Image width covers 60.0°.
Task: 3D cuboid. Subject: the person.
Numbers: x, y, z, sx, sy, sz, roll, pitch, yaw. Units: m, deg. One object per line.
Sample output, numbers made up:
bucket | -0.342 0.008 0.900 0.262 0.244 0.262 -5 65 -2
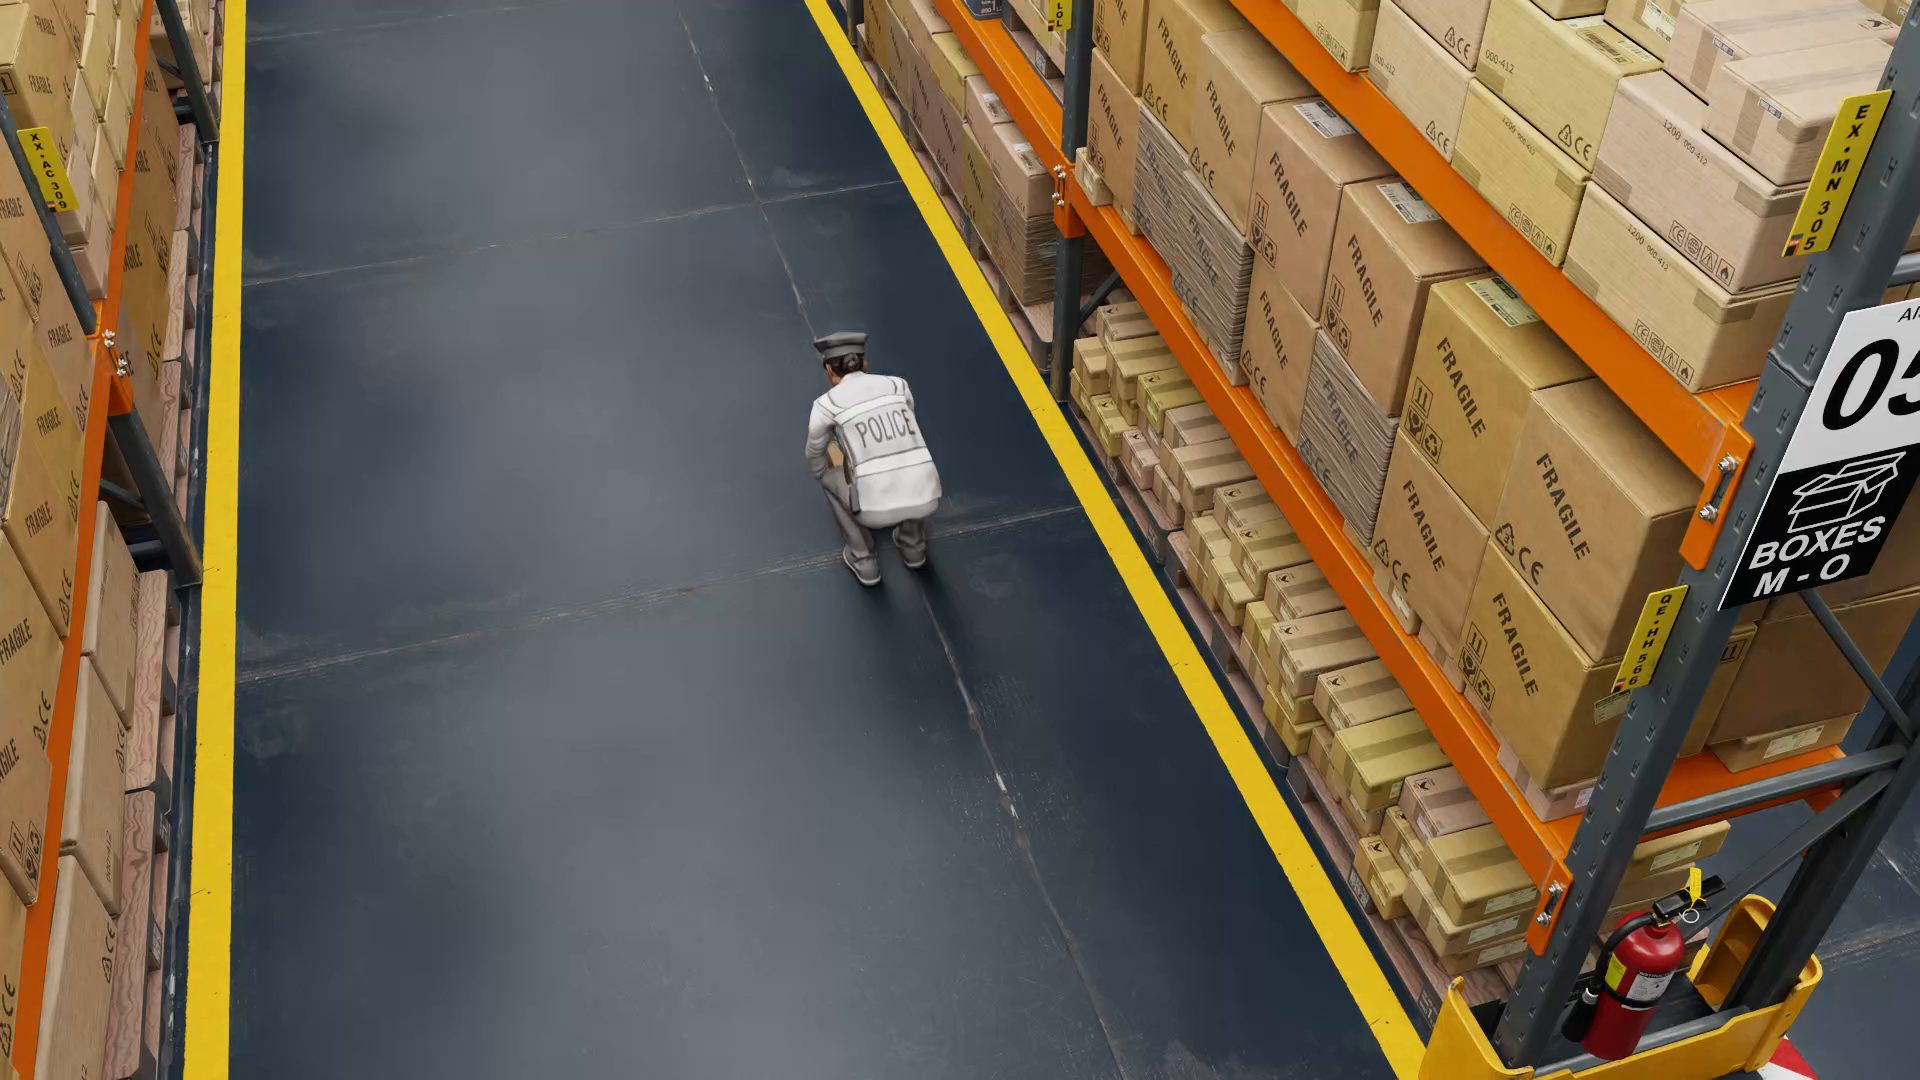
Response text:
person | -0.381 -0.335 7.034 0.489 0.984 0.845 -12 44 -13
